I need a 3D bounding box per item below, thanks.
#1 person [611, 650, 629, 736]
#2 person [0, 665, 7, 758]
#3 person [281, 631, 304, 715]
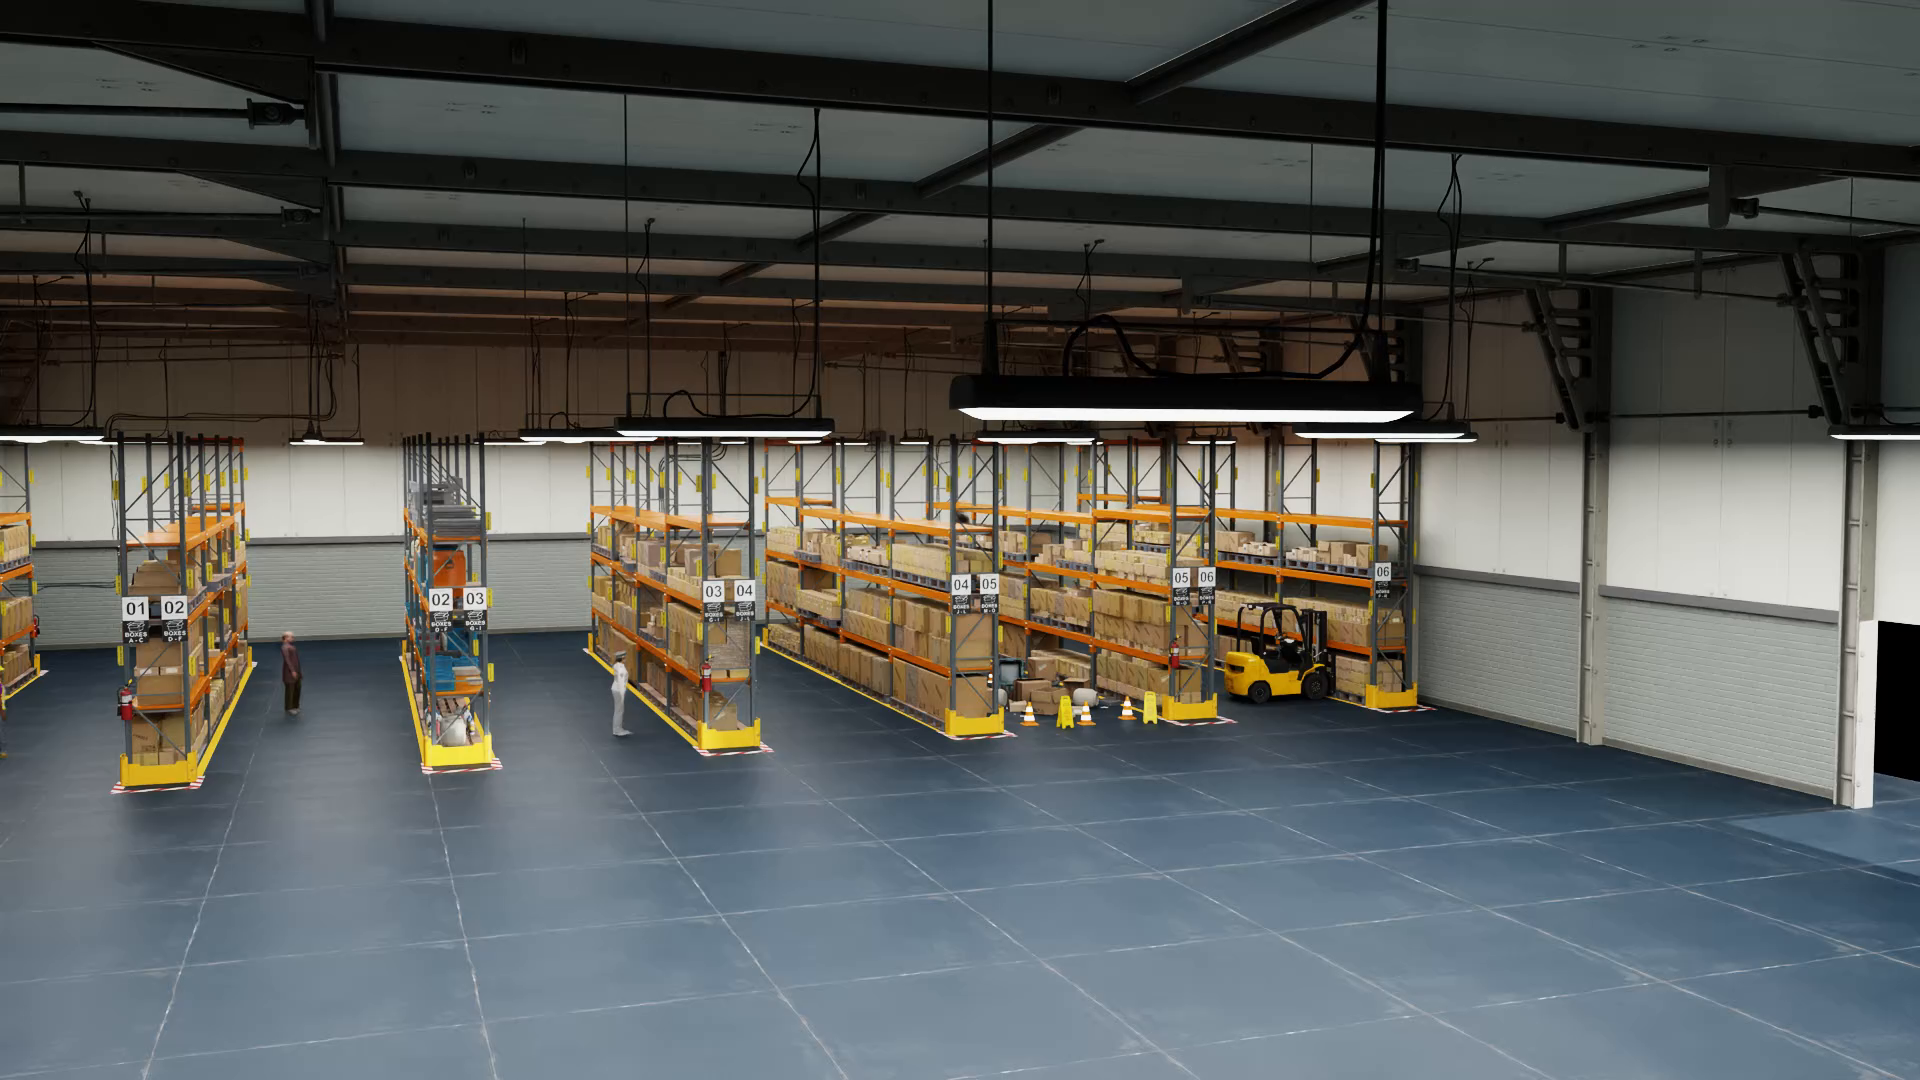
[{"bbox_3d":[-6.766,3.052,33.108,0.345,1.678,0.500,-1,3,-16],"label":"person"},{"bbox_3d":[-17.713,3.133,30.489,0.575,1.761,0.447,1,3,22],"label":"person"},{"bbox_3d":[-14.355,2.873,35.767,0.538,1.835,0.669,0,3,8],"label":"person"}]
